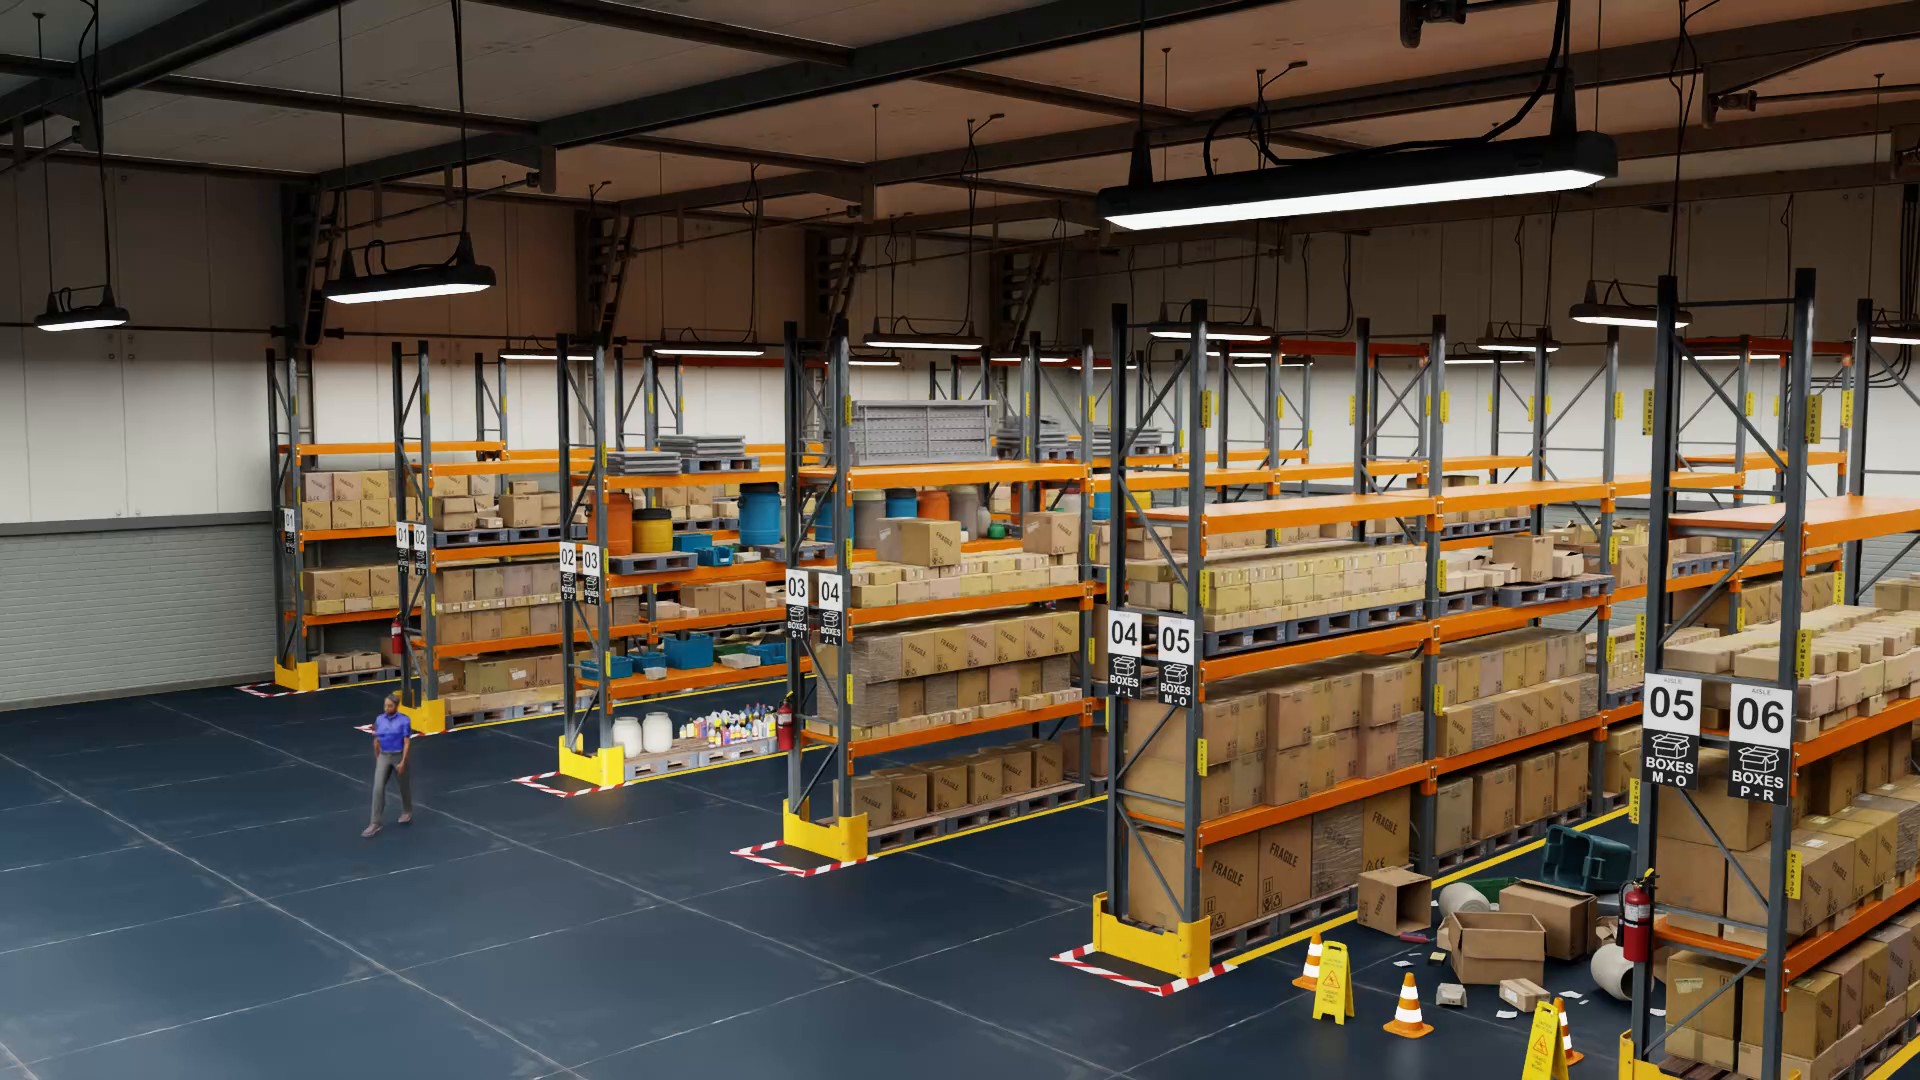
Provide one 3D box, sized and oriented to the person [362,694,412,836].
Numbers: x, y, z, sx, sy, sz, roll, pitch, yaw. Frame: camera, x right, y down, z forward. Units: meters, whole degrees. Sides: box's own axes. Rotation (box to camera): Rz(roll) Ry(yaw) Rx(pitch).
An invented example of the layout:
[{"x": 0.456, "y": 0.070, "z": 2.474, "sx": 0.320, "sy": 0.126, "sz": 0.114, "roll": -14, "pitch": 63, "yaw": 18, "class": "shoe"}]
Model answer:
[{"x": -6.781, "y": 2.632, "z": 19.782, "sx": 0.499, "sy": 1.598, "sz": 0.907, "roll": 0, "pitch": 5, "yaw": -5, "class": "person"}]
